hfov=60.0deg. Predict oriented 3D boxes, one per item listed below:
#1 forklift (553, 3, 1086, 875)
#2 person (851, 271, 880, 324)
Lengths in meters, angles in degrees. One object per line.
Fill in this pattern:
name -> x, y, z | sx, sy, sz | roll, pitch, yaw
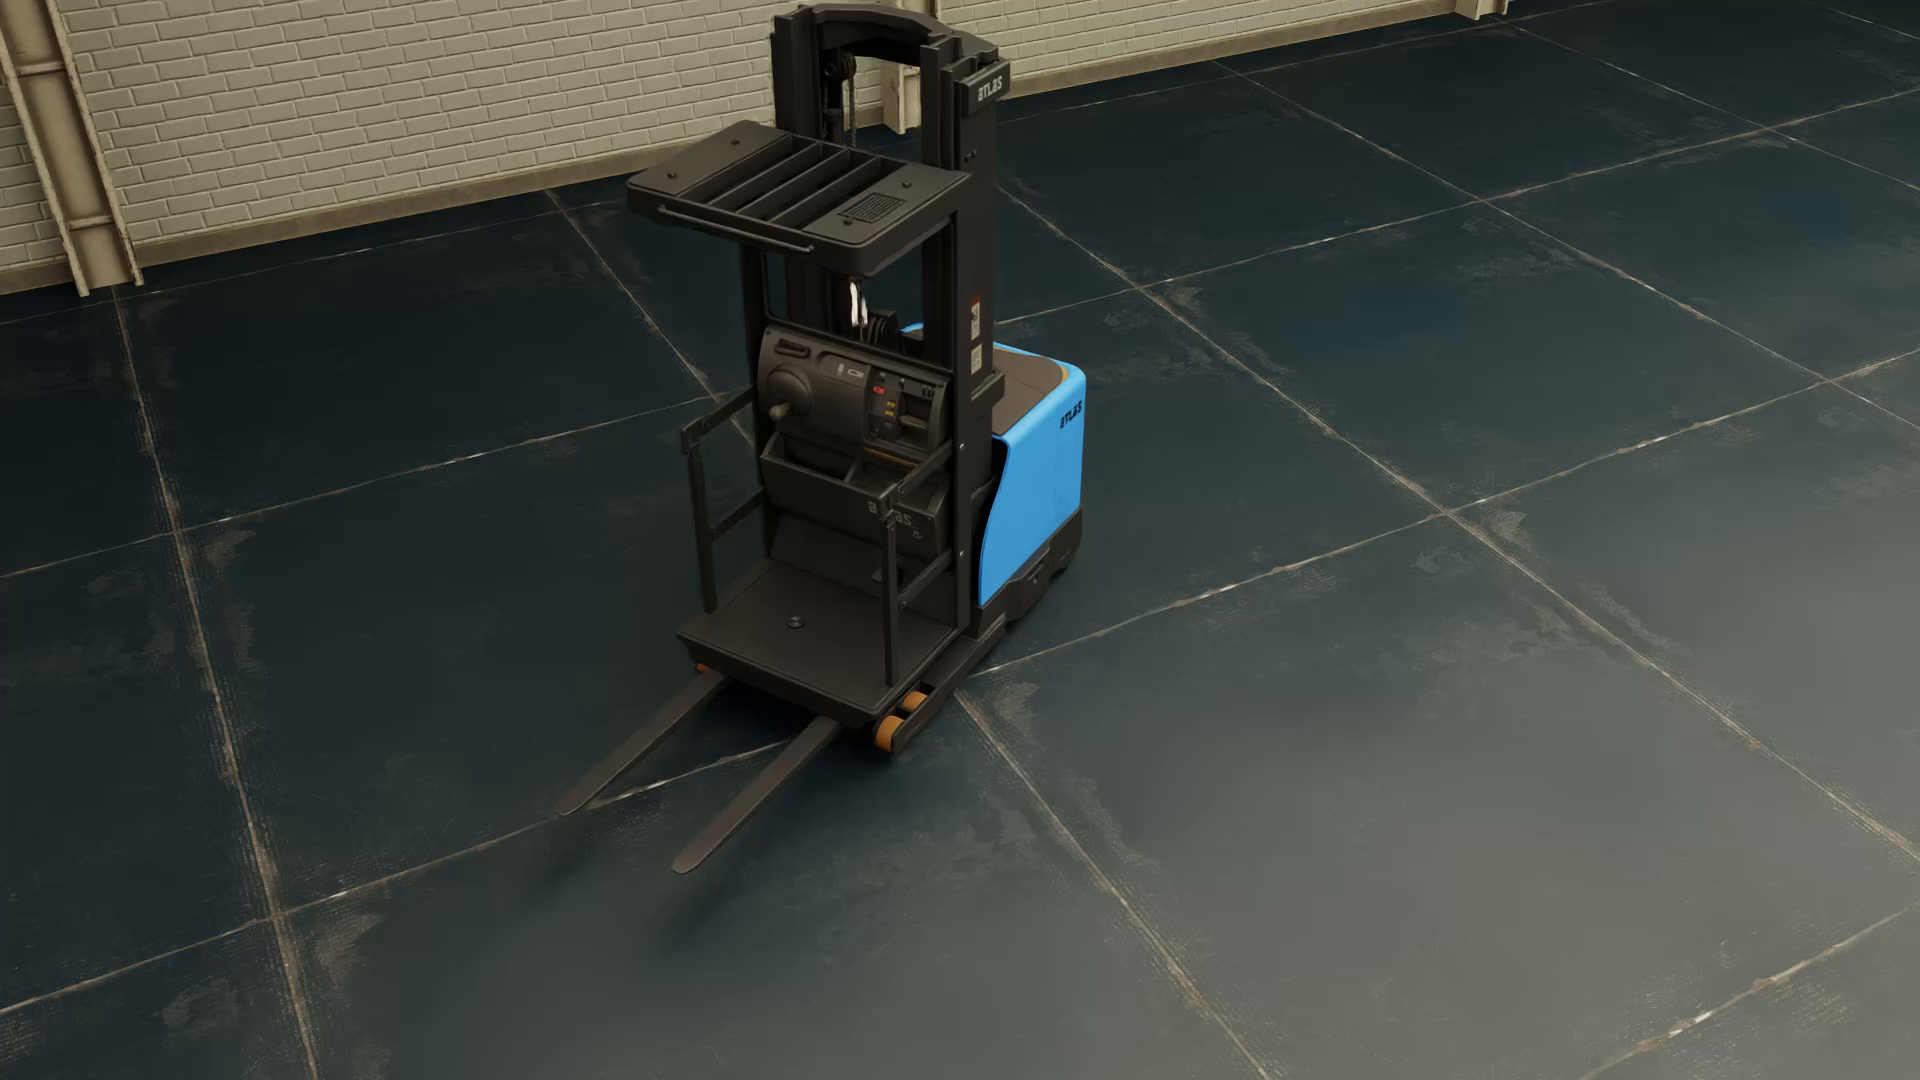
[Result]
forklift -> -0.575, -0.564, 6.921 | 1.130, 2.935, 3.031 | 19, 40, 25
person -> -0.368, -0.954, 8.775 | 0.910, 1.550, 0.813 | -7, 36, -10
